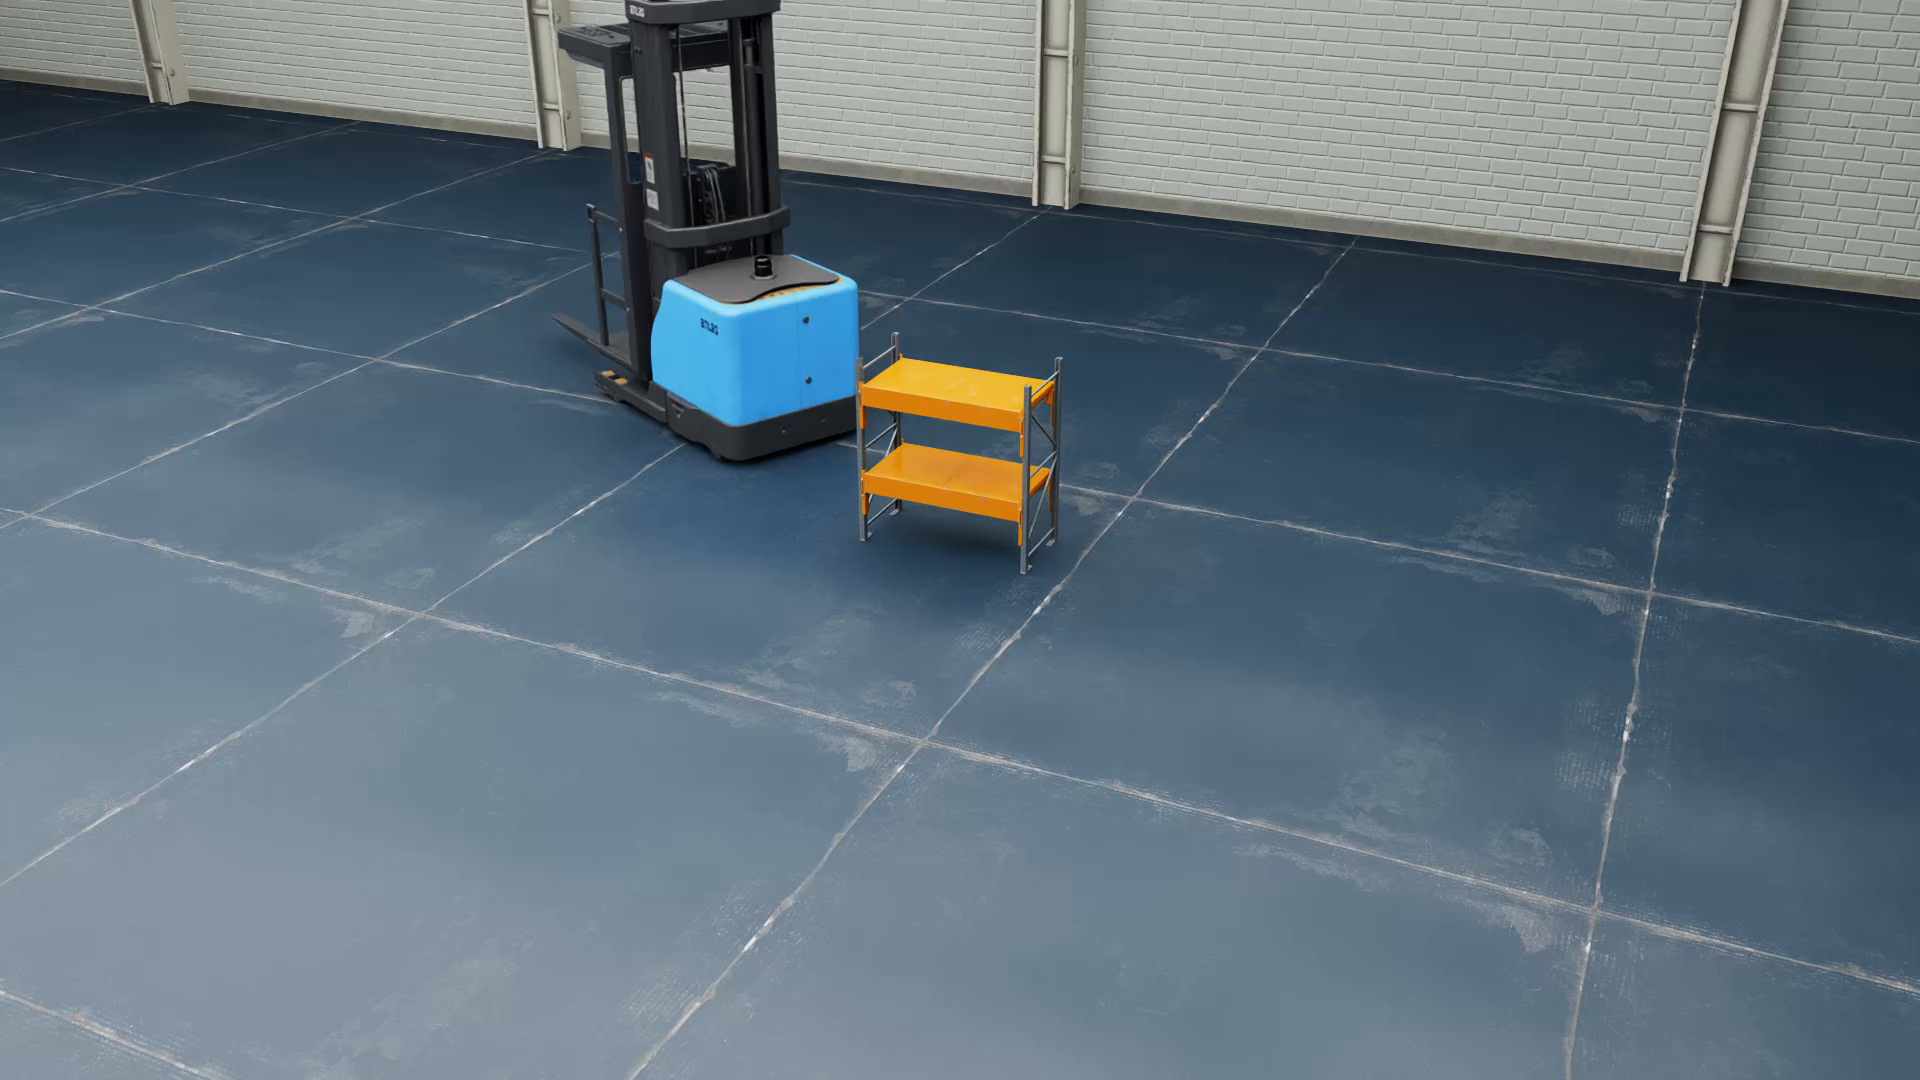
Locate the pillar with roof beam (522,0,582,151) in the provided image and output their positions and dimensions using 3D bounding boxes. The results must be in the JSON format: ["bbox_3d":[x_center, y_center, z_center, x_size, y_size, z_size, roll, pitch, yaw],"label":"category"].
[{"bbox_3d":[-6.288,-6.751,13.275,0.400,9.000,9.100,11,28,22],"label":"pillar with roof beam"}]

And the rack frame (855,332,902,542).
[{"bbox_3d":[-0.469,-0.599,9.693,0.032,1.125,0.500,11,28,22],"label":"rack frame"}]

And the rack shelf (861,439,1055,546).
[{"bbox_3d":[-0.006,-0.287,9.612,1.000,0.278,0.538,11,28,22],"label":"rack shelf"}]

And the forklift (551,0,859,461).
[{"bbox_3d":[-1.947,-2.407,11.321,1.130,2.935,3.031,-19,32,-33],"label":"forklift"}]

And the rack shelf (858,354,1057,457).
[{"bbox_3d":[-0.006,-0.768,9.375,1.000,0.278,0.538,11,28,22],"label":"rack shelf"}]

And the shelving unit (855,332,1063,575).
[{"bbox_3d":[-0.006,-0.506,9.504,1.048,1.125,0.538,11,28,22],"label":"shelving unit"}]

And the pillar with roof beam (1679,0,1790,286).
[{"bbox_3d":[4.636,-4.557,8.818,0.400,9.000,9.100,11,28,22],"label":"pillar with roof beam"}]

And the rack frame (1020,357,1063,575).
[{"bbox_3d":[0.457,-0.413,9.315,0.032,1.125,0.500,11,28,22],"label":"rack frame"}]

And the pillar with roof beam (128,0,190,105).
[{"bbox_3d":[-11.749,-7.848,15.503,0.400,9.000,9.100,11,28,22],"label":"pillar with roof beam"}]

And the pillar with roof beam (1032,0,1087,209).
[{"bbox_3d":[-0.826,-5.654,11.047,0.400,9.000,9.100,11,28,22],"label":"pillar with roof beam"}]
